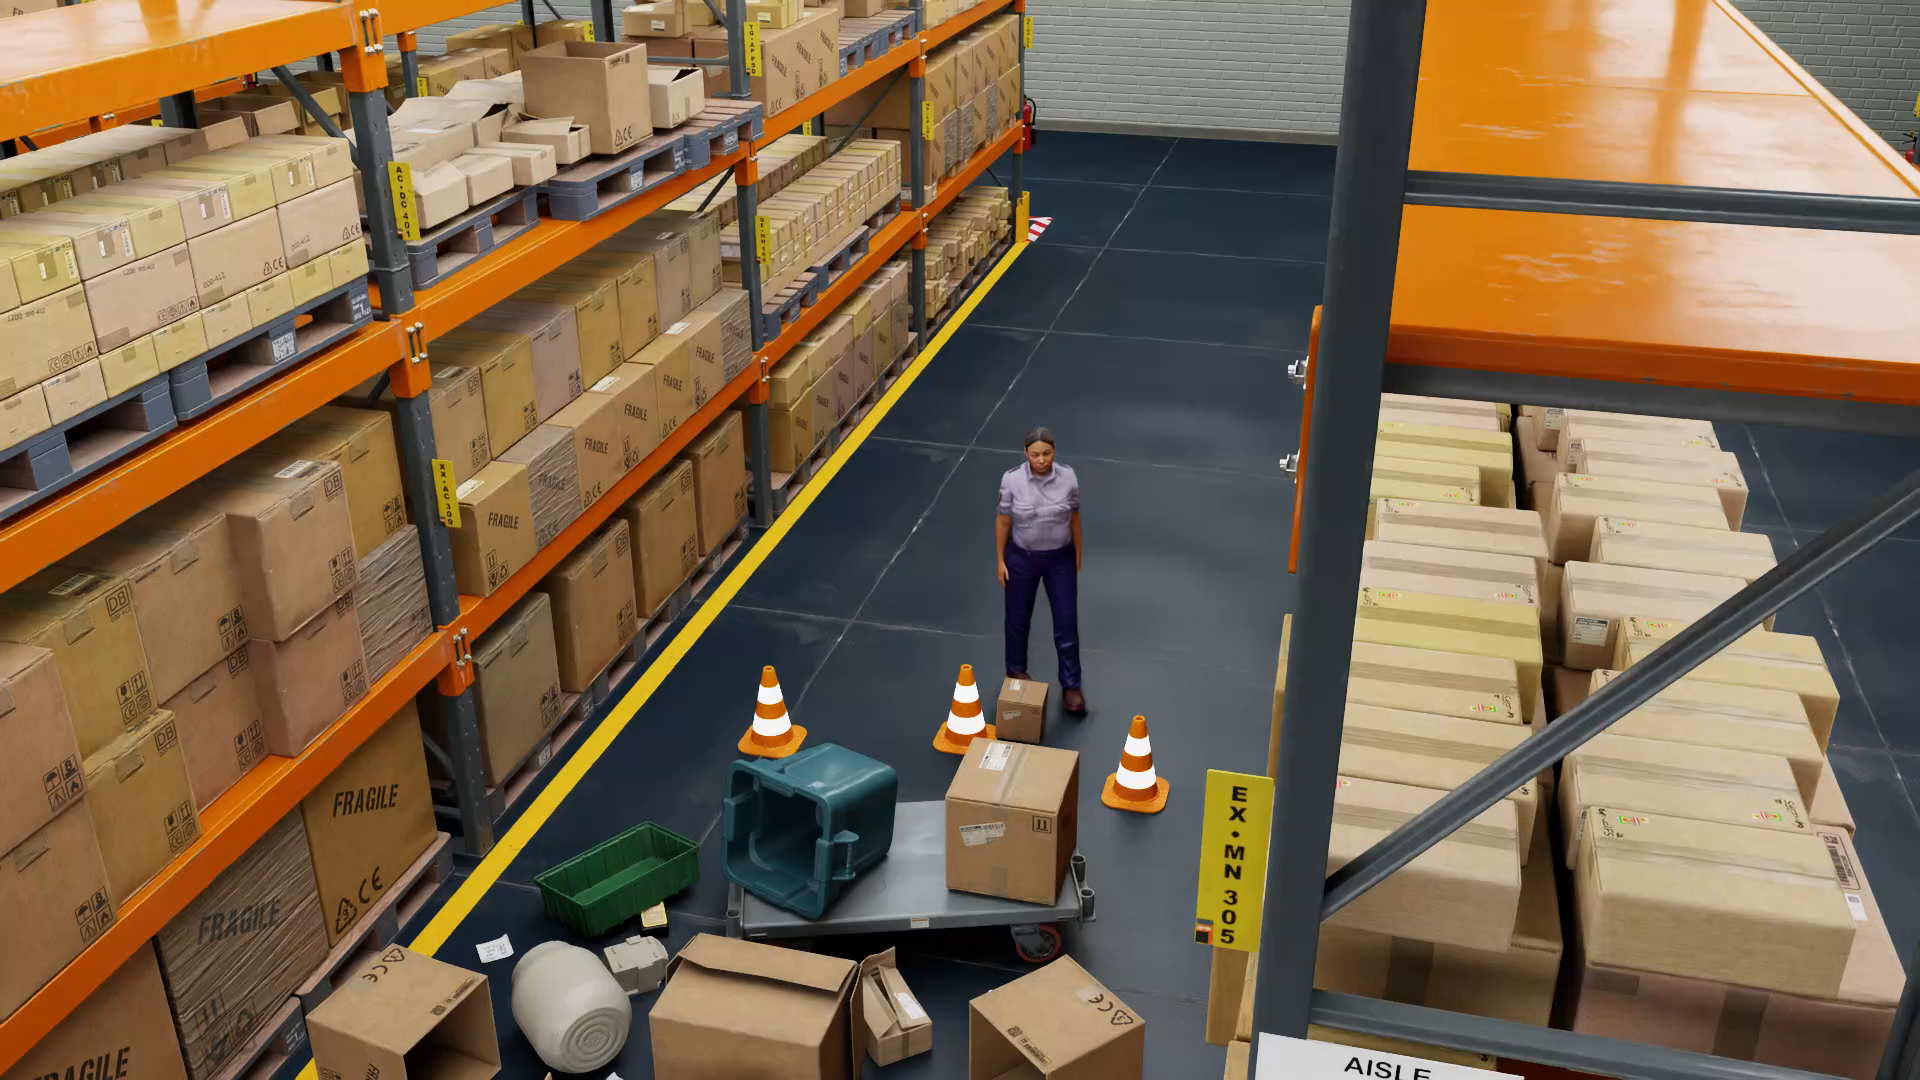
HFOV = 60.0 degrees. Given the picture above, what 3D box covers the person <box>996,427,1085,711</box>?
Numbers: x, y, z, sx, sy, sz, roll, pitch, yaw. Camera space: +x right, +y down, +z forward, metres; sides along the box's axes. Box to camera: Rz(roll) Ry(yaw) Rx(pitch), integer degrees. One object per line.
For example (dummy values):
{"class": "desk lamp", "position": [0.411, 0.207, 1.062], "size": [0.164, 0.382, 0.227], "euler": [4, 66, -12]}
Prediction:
{"class": "person", "position": [0.461, 0.163, 9.355], "size": [0.493, 1.644, 0.551], "euler": [-2, 26, -5]}
